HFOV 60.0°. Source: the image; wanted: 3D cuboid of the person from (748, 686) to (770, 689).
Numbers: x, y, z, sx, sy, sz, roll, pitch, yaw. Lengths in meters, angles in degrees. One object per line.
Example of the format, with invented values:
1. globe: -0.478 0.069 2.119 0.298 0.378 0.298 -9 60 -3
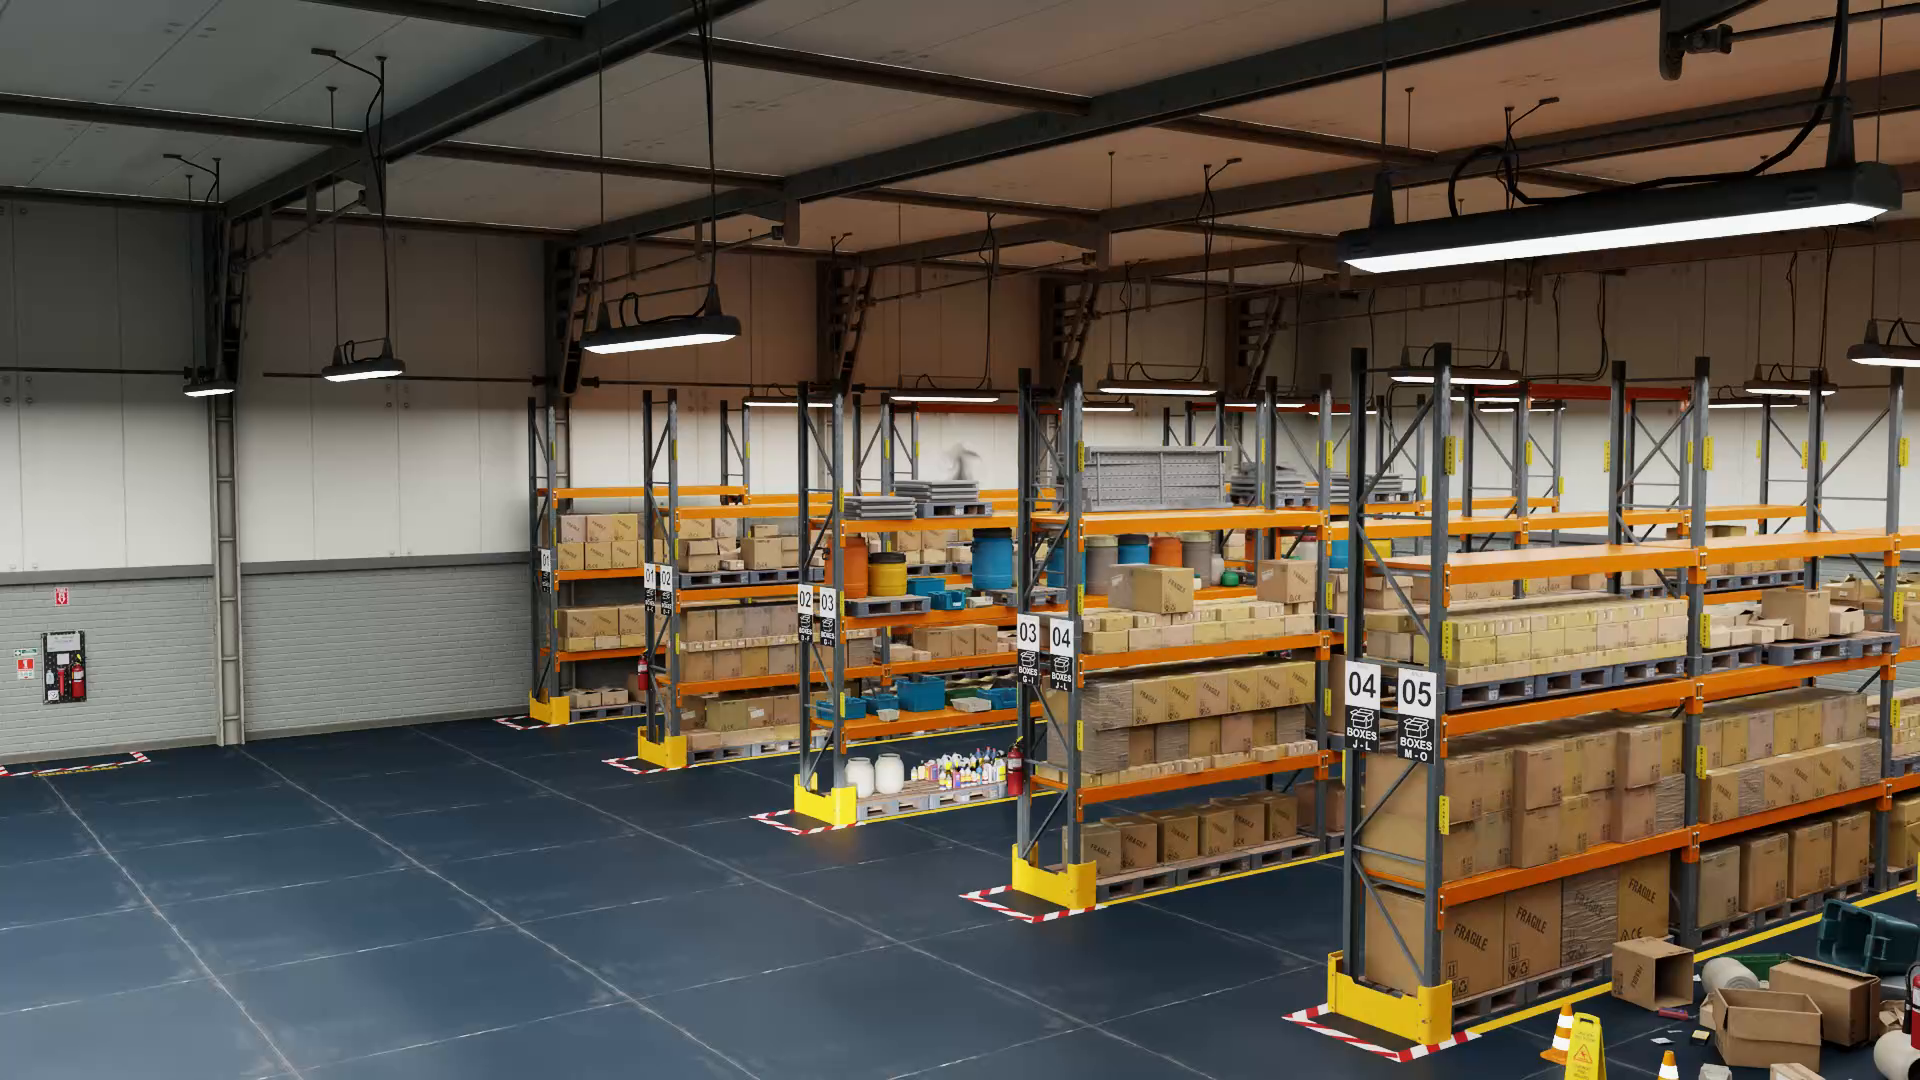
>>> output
1. person: -3.605 2.497 30.069 0.944 1.755 0.673 -3 4 -41
